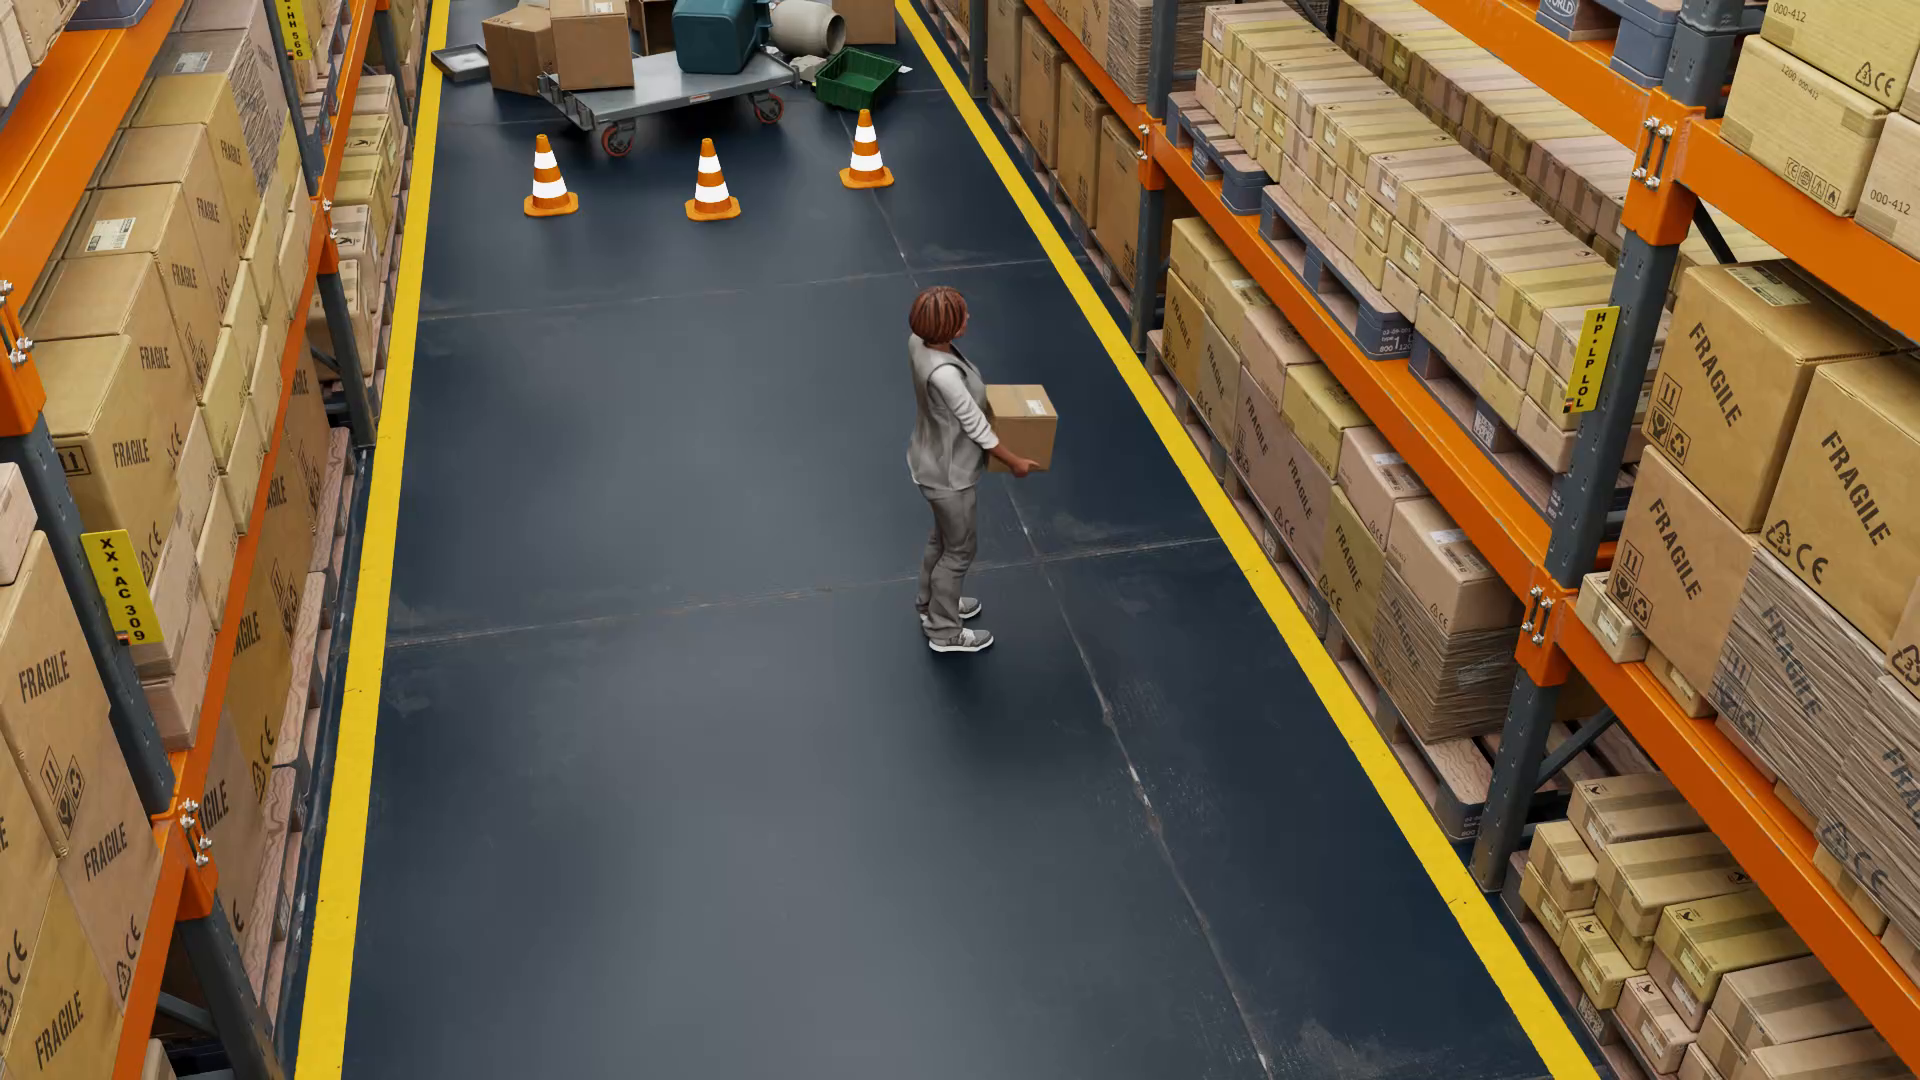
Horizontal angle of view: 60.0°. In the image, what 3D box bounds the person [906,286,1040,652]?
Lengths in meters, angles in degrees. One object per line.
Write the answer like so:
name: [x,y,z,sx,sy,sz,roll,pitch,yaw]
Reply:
person: [0.040,-0.282,6.562,0.496,1.597,0.397,-7,35,-10]
